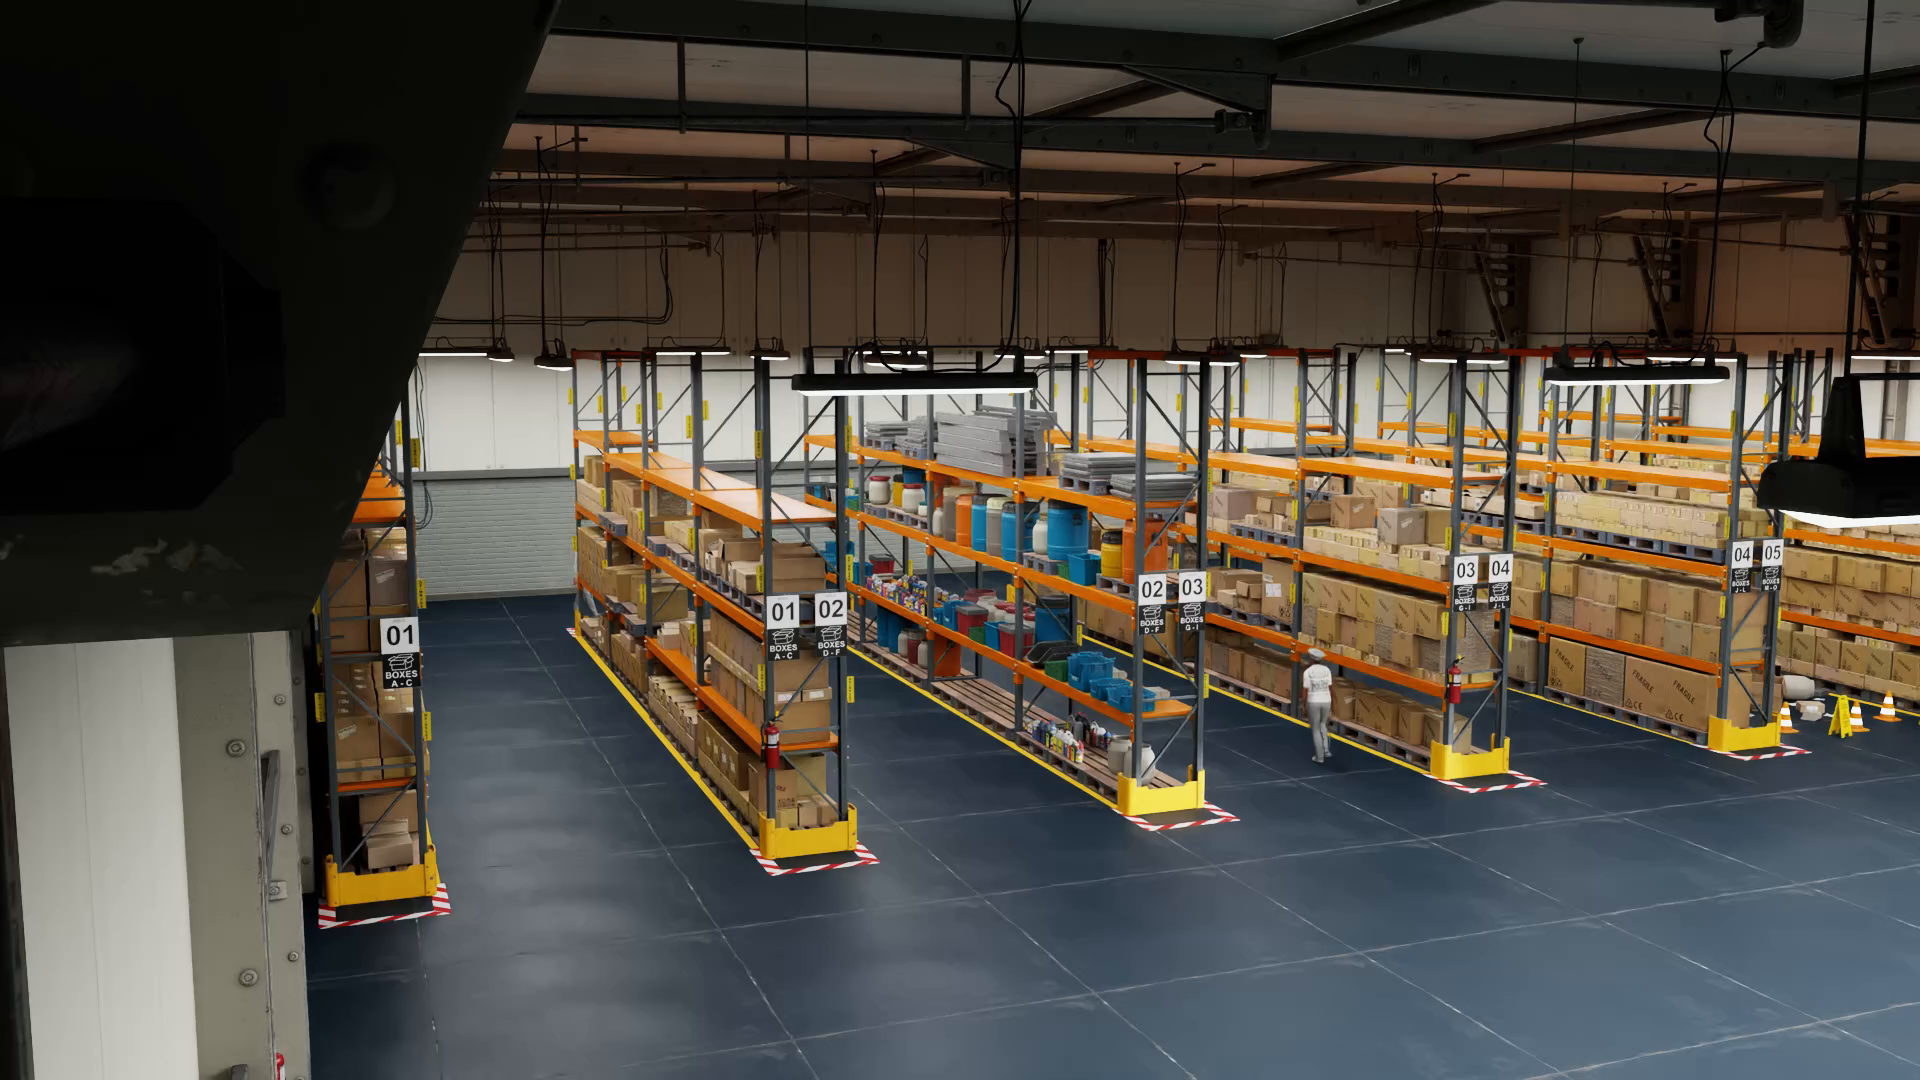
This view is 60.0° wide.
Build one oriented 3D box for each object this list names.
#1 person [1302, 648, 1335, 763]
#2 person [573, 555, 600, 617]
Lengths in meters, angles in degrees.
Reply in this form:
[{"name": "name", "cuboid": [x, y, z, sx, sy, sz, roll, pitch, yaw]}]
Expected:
[{"name": "person", "cuboid": [5.290, 2.435, 24.611, 0.487, 1.671, 0.495, -1, 7, -11]}, {"name": "person", "cuboid": [-8.357, 0.831, 37.259, 1.109, 1.713, 0.559, 5, 9, 34]}]
